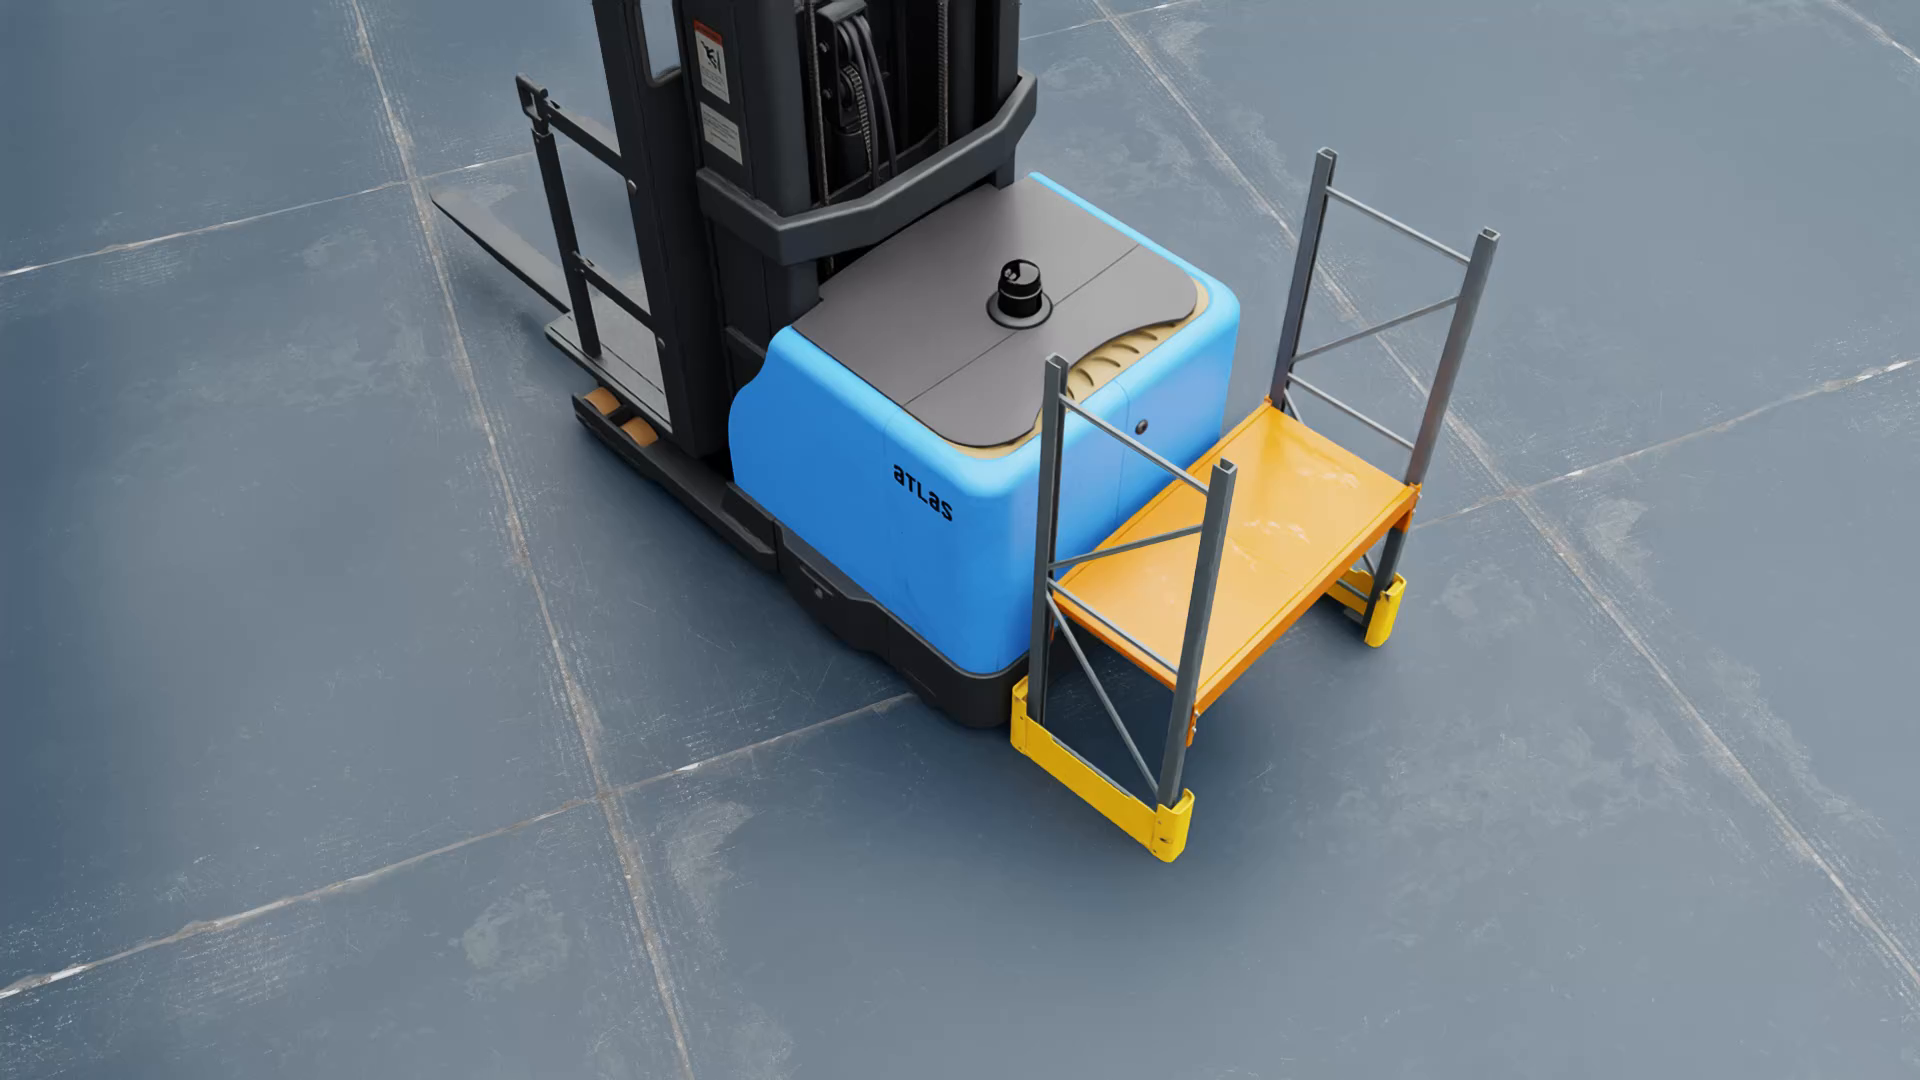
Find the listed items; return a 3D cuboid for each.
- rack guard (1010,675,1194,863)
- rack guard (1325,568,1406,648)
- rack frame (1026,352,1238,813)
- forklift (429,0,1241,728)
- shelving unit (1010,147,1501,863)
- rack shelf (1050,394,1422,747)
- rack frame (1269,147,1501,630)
[{"bbox_3d":[0.378,0.623,4.550,0.587,0.250,0.087,35,58,26],"label":"rack guard"},{"bbox_3d":[1.059,0.072,5.024,0.587,0.250,0.087,35,58,26],"label":"rack guard"},{"bbox_3d":[0.377,0.217,4.075,0.500,1.500,0.032,35,58,26],"label":"rack frame"},{"bbox_3d":[-0.631,-1.439,4.554,1.130,2.935,3.031,-37,59,-27],"label":"forklift"},{"bbox_3d":[0.718,-0.060,4.313,0.587,1.500,1.083,35,58,26],"label":"shelving unit"},{"bbox_3d":[0.725,0.052,4.453,0.538,0.185,1.000,35,58,26],"label":"rack shelf"},{"bbox_3d":[1.072,-0.346,4.559,0.500,1.500,0.032,35,58,26],"label":"rack frame"}]
